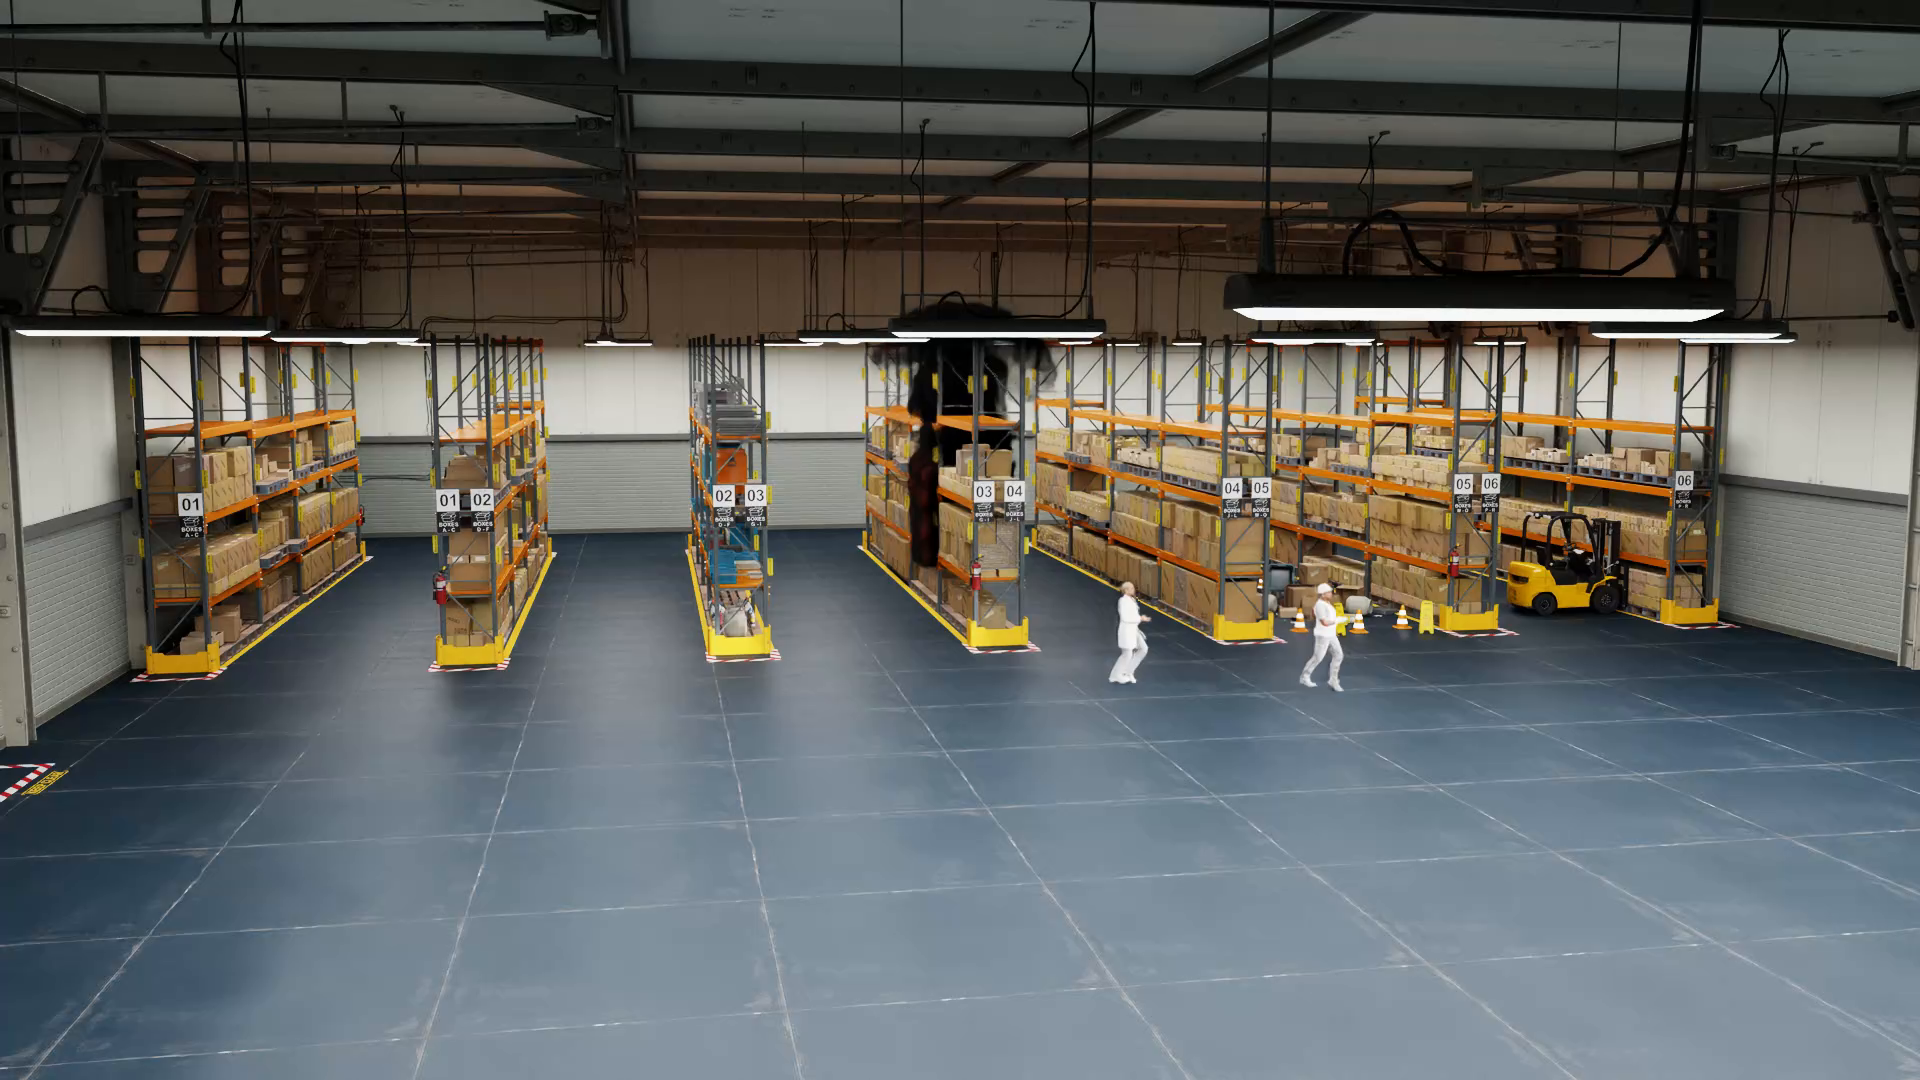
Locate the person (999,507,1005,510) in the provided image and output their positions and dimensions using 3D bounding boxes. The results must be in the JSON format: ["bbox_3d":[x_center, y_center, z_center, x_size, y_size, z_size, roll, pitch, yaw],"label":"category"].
[{"bbox_3d":[0.980,-0.759,49.204,0.541,1.694,0.718,-3,7,-24],"label":"person"}]

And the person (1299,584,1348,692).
[{"bbox_3d":[6.115,1.645,27.901,0.785,1.846,0.661,3,7,28],"label":"person"}]

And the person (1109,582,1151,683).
[{"bbox_3d":[2.934,1.598,28.453,0.754,1.778,0.674,3,7,21],"label":"person"}]
